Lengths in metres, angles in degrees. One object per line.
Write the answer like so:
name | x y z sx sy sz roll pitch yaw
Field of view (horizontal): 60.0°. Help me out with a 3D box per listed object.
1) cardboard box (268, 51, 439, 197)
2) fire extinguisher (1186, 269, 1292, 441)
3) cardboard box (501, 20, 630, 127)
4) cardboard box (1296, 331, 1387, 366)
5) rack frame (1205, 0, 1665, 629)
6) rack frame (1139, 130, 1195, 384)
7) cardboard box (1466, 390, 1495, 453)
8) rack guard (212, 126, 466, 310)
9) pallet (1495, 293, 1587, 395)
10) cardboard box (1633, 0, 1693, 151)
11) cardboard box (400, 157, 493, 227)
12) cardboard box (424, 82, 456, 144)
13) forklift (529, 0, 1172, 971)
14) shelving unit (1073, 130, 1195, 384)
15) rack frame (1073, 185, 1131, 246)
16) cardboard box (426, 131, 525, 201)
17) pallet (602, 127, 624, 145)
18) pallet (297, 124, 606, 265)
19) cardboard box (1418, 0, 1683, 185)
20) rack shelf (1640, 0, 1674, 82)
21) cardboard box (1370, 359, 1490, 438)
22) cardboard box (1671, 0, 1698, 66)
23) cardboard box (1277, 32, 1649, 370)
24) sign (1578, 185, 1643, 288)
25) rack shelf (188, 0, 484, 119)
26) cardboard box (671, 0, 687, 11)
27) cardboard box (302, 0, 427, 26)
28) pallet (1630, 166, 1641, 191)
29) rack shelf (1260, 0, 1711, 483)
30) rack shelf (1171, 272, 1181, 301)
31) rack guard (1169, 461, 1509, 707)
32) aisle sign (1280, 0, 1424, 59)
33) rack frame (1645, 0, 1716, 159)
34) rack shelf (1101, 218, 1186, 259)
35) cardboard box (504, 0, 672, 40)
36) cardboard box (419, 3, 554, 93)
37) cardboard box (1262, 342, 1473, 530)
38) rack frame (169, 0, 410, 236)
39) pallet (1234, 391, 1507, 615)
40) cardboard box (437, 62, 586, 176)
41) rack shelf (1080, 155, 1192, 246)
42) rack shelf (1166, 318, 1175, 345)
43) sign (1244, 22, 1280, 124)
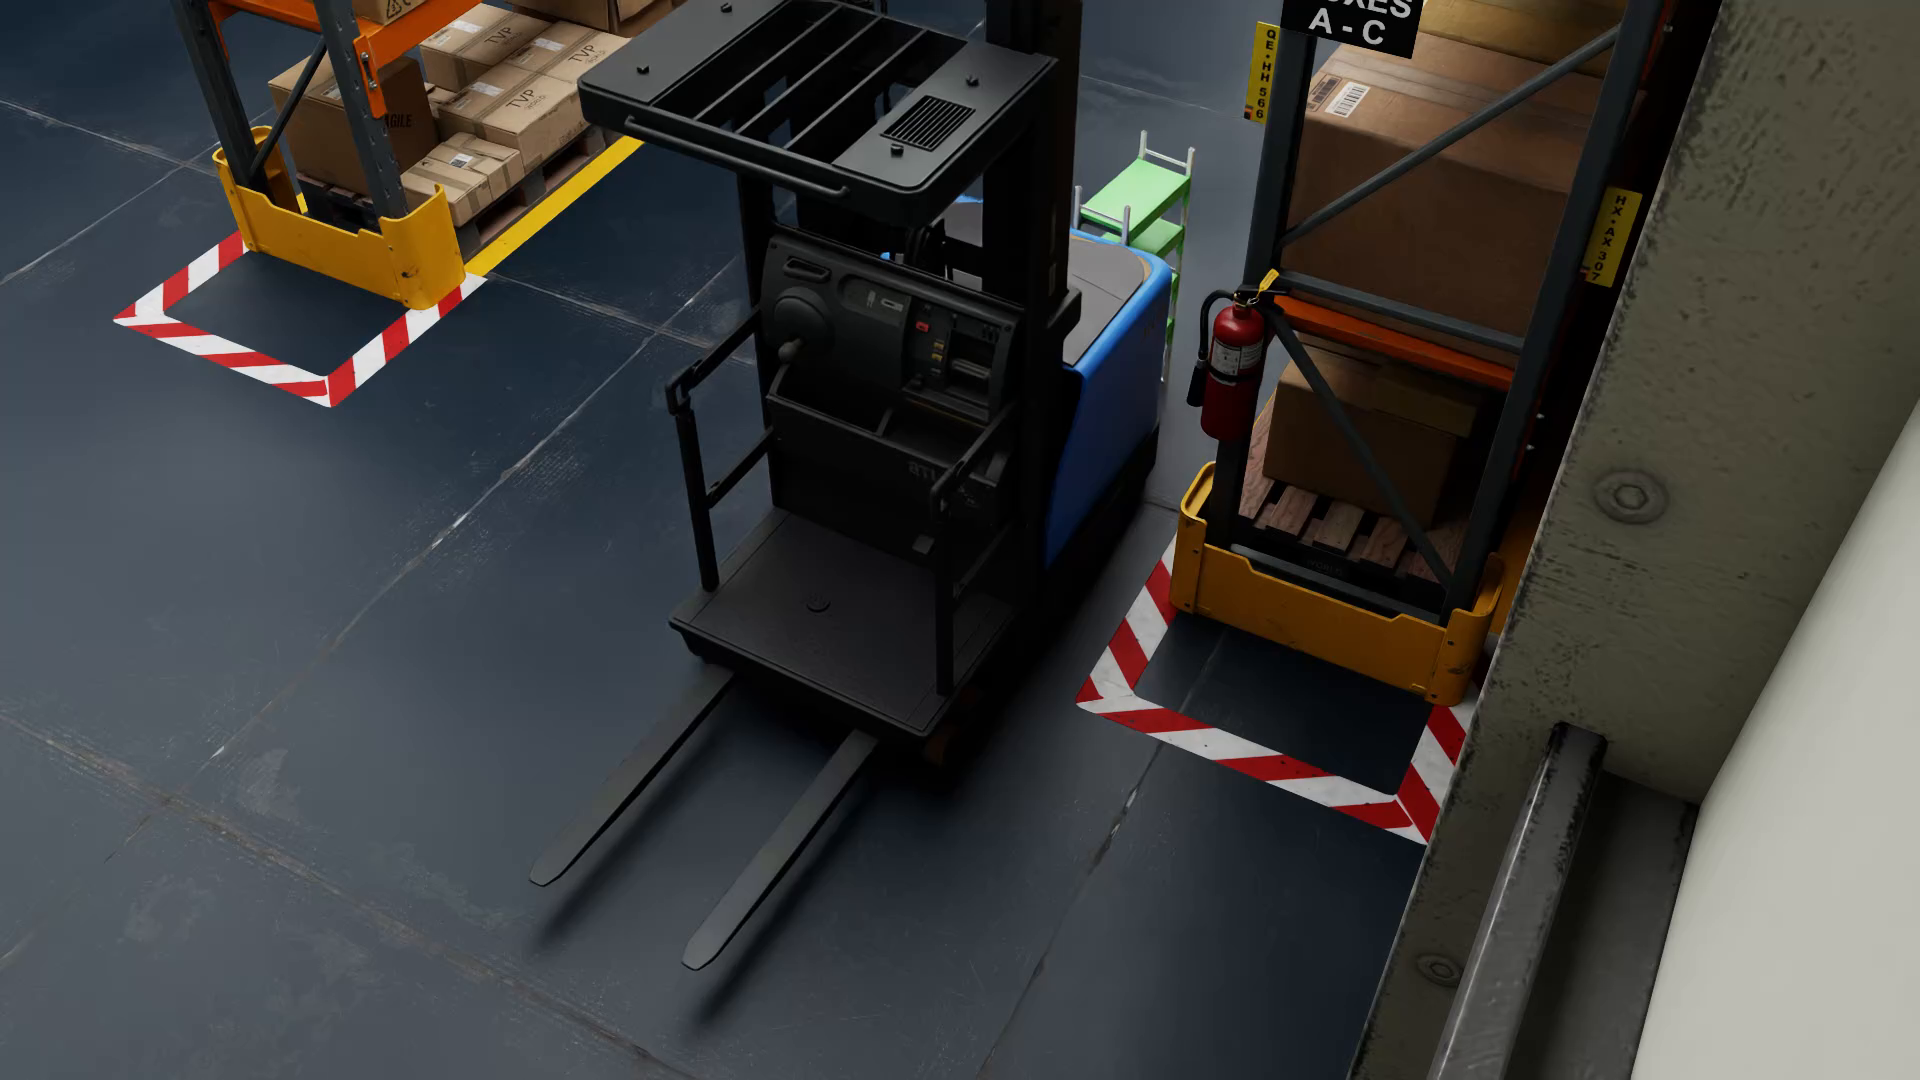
cardboard box | -2.950 -2.070 8.135 0.500 0.500 0.500 20 49 19
fire extinguisher | 0.926 -0.636 5.586 0.296 0.674 0.183 20 49 19
cardboard box | -2.017 -2.437 8.674 0.500 0.250 0.500 20 49 19
cardboard box | 1.539 -0.849 6.486 0.380 0.149 0.250 20 49 19
rack frame | 1.405 -0.737 5.370 1.000 3.000 0.127 20 49 19
rack frame | 0.831 -1.175 7.068 0.240 1.200 0.015 27 51 24
cardboard box | 1.873 -0.795 6.889 0.700 0.500 0.500 20 49 19
rack guard | -2.949 -1.539 7.920 1.175 0.500 0.348 20 49 19
pallet | 2.274 -1.052 7.641 1.003 0.211 1.213 20 49 19
cardboard box | 2.323 -2.106 6.512 0.980 0.700 0.700 18 48 17
cardboard box | -2.486 -1.673 7.990 0.380 0.149 0.250 20 49 19
cardboard box | -2.683 -2.178 8.477 0.380 0.166 0.250 20 49 19
forklift | -0.349 -0.597 5.279 1.130 2.935 3.031 22 49 20
shelving unit | 0.689 -1.034 6.928 0.258 1.200 0.503 27 51 24
rack frame | 0.547 -0.893 6.789 0.240 1.200 0.015 27 51 24
cardboard box | -2.370 -1.837 8.139 0.380 0.166 0.250 20 49 19
pallet | -2.013 -2.706 9.276 1.003 0.211 1.213 20 49 19
pallet | -2.580 -1.940 8.520 1.003 0.211 1.213 20 49 19
cardboard box | 1.961 -1.629 6.040 0.980 0.700 0.700 20 49 19
rack shelf | 2.333 -2.799 5.804 1.077 0.370 4.000 20 49 19
cardboard box | 1.760 -0.563 6.204 0.380 0.149 0.250 21 49 19
cardboard box | 2.652 -2.568 6.968 0.980 0.700 0.700 19 48 18
cardboard box | 1.633 -1.167 5.584 0.980 0.700 0.700 23 50 21
sign | 1.894 -0.882 4.849 0.100 0.325 0.005 20 49 19
rack shelf | -2.056 -3.377 8.485 1.077 0.370 4.000 20 49 19
cardboard box | -1.489 -3.175 9.360 0.500 0.311 0.500 20 49 19
cardboard box | -2.545 -2.598 7.138 0.500 0.500 0.500 21 49 20
pallet | 2.839 -1.824 8.404 1.003 0.211 1.213 20 49 19
rack shelf | 2.333 -1.744 6.871 1.077 0.370 4.000 20 49 19
rack shelf | 0.689 -0.989 6.974 0.258 0.148 0.480 27 51 24
rack guard | 1.394 0.157 6.244 1.175 0.500 0.348 20 49 19
aisle sign | 1.106 -1.705 4.498 0.394 0.787 0.004 20 49 19
rack frame | 3.262 -3.257 7.860 1.000 3.000 0.127 20 49 19
rack shelf | 0.689 -1.158 6.803 0.258 0.148 0.480 27 51 24
cardboard box | -1.995 -2.982 9.034 0.797 0.503 0.637 20 49 19
cardboard box | -2.483 -2.571 8.806 0.500 0.250 0.500 20 49 19
cardboard box | 1.641 -0.480 6.578 0.700 0.500 0.500 20 49 19
rack frame | -2.985 -2.370 6.984 1.000 3.000 0.127 20 49 19
pallet | 1.707 -0.286 6.885 1.003 0.211 1.213 20 49 19
cardboard box | -2.249 -2.122 8.362 0.500 0.250 0.500 20 49 19
rack shelf | 0.689 -1.326 6.632 0.258 0.148 0.480 27 51 24
rack shelf | 0.689 -0.820 7.144 0.258 0.148 0.480 27 51 24
sign | 0.931 -1.415 5.059 0.100 0.325 0.005 20 49 19
